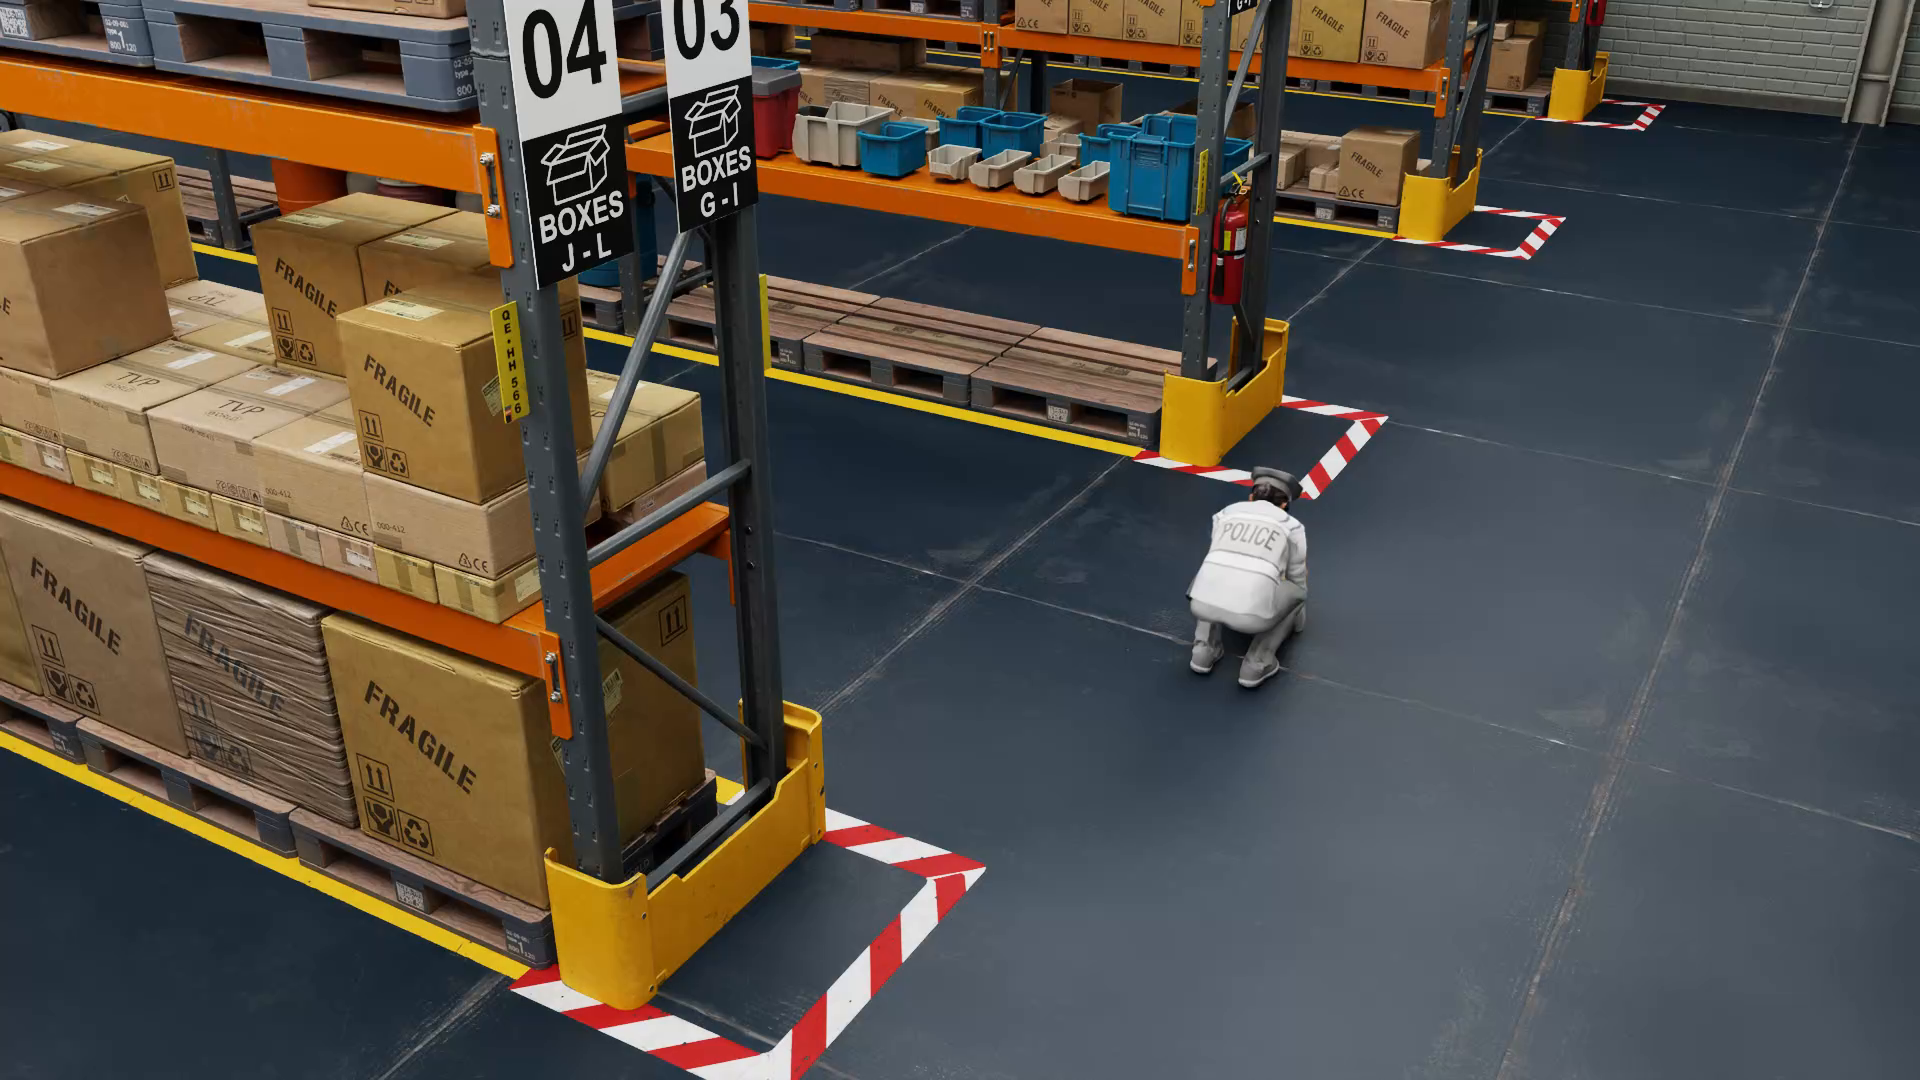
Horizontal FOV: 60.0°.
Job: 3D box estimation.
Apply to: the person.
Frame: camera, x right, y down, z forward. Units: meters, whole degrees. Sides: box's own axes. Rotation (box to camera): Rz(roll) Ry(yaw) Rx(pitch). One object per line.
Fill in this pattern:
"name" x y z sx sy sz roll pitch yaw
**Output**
"person" 1.283 0.180 7.320 0.469 0.841 0.891 14 30 25
